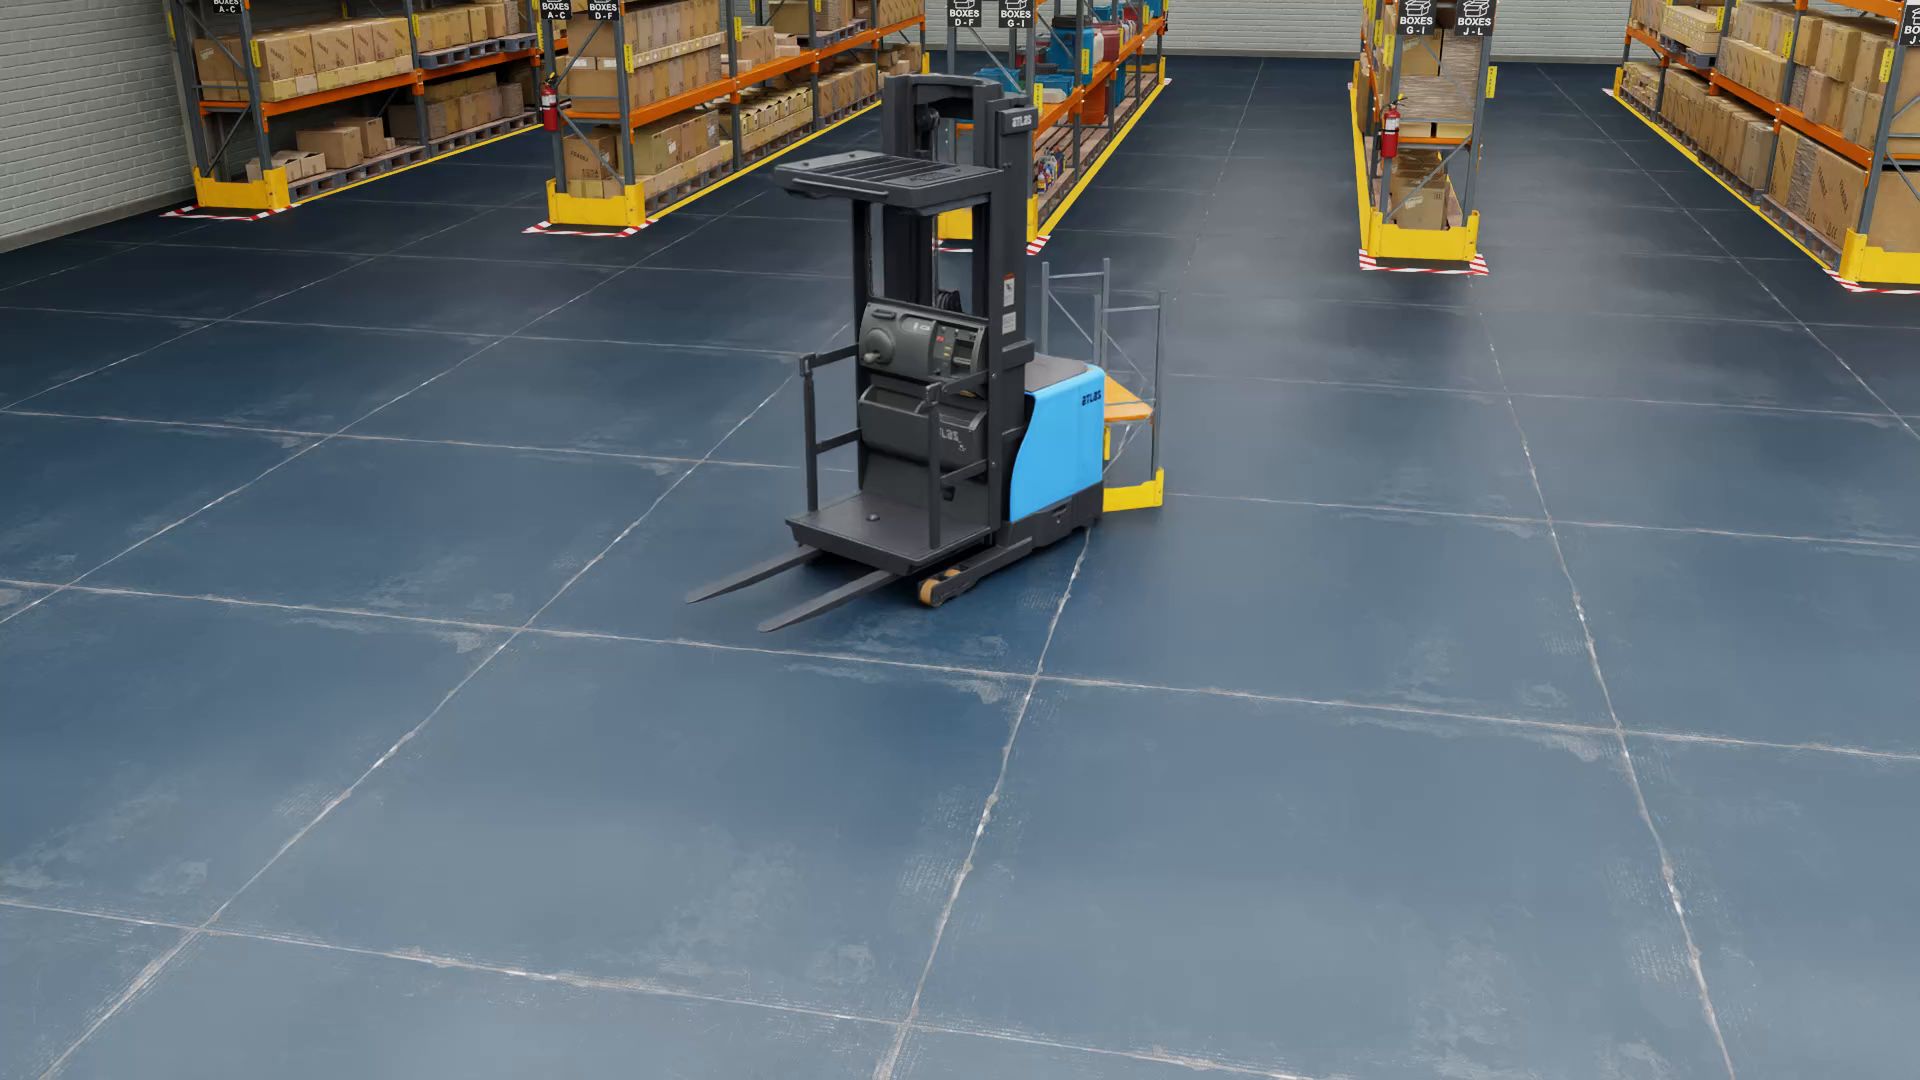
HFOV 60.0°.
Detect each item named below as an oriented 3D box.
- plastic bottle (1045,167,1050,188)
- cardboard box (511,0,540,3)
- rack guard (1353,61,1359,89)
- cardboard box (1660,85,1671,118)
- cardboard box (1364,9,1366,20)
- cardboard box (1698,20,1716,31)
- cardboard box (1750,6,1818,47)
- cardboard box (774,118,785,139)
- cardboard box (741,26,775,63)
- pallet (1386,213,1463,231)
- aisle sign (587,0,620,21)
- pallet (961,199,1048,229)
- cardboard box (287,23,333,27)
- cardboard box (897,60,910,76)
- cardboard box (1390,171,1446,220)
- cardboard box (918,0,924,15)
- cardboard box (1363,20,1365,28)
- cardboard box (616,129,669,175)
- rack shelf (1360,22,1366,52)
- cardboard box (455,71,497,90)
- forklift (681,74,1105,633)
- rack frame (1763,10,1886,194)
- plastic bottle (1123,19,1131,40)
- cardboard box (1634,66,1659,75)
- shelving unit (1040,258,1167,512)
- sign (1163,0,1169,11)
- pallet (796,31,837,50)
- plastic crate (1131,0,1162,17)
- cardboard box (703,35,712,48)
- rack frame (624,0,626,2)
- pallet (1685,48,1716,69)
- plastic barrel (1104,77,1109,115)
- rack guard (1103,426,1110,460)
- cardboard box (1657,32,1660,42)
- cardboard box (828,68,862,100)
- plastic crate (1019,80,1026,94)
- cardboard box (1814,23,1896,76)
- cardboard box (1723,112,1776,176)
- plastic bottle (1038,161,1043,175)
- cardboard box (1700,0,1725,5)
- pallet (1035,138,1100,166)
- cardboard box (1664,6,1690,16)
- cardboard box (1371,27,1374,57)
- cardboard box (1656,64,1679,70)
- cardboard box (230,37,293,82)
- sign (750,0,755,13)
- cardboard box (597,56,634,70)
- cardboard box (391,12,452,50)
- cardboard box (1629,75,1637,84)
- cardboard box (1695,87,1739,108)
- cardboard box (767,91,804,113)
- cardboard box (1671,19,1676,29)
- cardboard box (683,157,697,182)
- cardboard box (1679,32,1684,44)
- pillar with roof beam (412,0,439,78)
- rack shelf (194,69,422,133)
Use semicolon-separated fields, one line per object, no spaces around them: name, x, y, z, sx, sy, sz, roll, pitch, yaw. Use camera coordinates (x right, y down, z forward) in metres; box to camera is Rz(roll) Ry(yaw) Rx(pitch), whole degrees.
plastic bottle;1.121;-4.709;21.594;0.097;0.271;0.097;0;22;0
cardboard box;-7.360;-9.349;28.488;0.500;0.250;0.500;5;22;12
rack guard;8.474;-9.292;33.257;1.175;0.500;0.348;4;22;11
cardboard box;12.077;-7.350;27.873;0.500;0.500;0.500;5;23;13
cardboard box;7.800;-9.791;30.952;0.500;0.250;0.500;4;22;10
cardboard box;11.376;-7.762;25.090;0.380;0.149;0.250;4;22;10
cardboard box;11.366;-7.076;22.936;0.700;0.500;0.500;4;22;10
cardboard box;-3.039;-6.421;25.901;0.500;0.250;0.500;5;22;12
cardboard box;-3.187;-7.705;25.837;0.500;0.500;0.500;3;22;8
pallet;5.420;-3.620;19.560;1.003;0.211;1.213;4;22;11
aisle sign;-4.207;-6.507;19.514;0.394;0.787;0.004;4;22;11
pallet;0.496;-4.004;20.512;1.003;0.211;1.213;4;22;11
cardboard box;-9.044;-6.948;23.261;0.500;0.500;0.500;5;22;12
cardboard box;-1.321;-9.565;33.681;0.500;0.250;0.500;4;22;11
cardboard box;5.436;-4.075;19.741;0.500;0.500;0.500;11;24;25
cardboard box;-1.053;-11.061;34.170;0.500;0.500;0.500;5;23;13
cardboard box;7.761;-9.659;31.158;0.380;0.149;0.250;4;22;10
cardboard box;-4.066;-4.977;21.312;0.500;0.500;0.500;4;22;11
rack shelf;8.061;-9.378;31.087;1.077;0.370;4.000;4;22;11
cardboard box;-7.984;-7.572;27.392;0.500;0.250;0.500;5;22;12
forklift;-0.365;-1.170;9.836;1.130;2.935;3.031;17;27;36
rack frame;10.855;-5.639;20.841;1.000;3.000;0.127;4;22;11
plastic bottle;2.899;-8.906;29.018;0.144;0.351;0.185;4;22;11
cardboard box;12.779;-8.721;30.951;0.380;0.149;0.250;3;22;8
shelving unit;0.963;-1.098;11.571;0.587;1.500;1.083;-6;23;-15
sign;4.162;-10.860;33.586;0.100;0.325;0.005;4;22;11
pallet;-2.791;-8.438;28.047;1.213;0.211;1.003;4;22;11
plastic crate;3.735;-10.728;33.349;0.616;0.435;0.499;4;22;11
cardboard box;-3.626;-6.856;22.860;0.380;0.149;0.250;4;22;9
rack frame;-6.895;-10.113;31.949;1.000;3.000;0.127;4;22;11
pallet;11.713;-7.282;25.176;1.213;0.211;1.003;4;22;11
plastic barrel;2.301;-7.564;28.286;0.600;0.588;0.708;4;22;11
rack guard;0.820;-0.696;12.247;0.587;0.250;0.087;-6;23;-15
cardboard box;12.263;-8.673;28.711;0.380;0.149;0.250;4;22;9
cardboard box;-2.076;-8.215;29.994;0.500;0.500;0.500;5;22;12
plastic crate;0.618;-5.859;21.669;0.450;0.188;0.662;4;22;11
cardboard box;10.503;-5.681;19.297;0.875;0.550;0.550;4;22;11
cardboard box;11.094;-5.377;22.639;1.050;0.750;0.750;4;22;11
plastic bottle;1.076;-4.879;22.000;0.061;0.283;0.133;4;22;11
cardboard box;12.818;-9.360;28.208;0.500;0.500;0.500;5;22;12
pallet;1.541;-5.876;25.162;1.003;0.211;1.213;4;22;11
cardboard box;11.957;-8.810;27.692;0.380;0.149;0.250;6;23;14
cardboard box;6.695;-7.763;25.980;0.500;0.500;0.500;5;23;13
cardboard box;13.336;-8.876;31.335;0.380;0.149;0.250;5;22;12
cardboard box;-8.952;-6.164;21.313;0.500;0.500;0.500;4;22;11
sign;-3.394;-8.812;27.275;0.100;0.325;0.005;4;22;11
cardboard box;-4.202;-5.822;20.293;0.380;0.149;0.250;4;22;11
cardboard box;-8.269;-7.825;25.545;0.700;0.500;0.500;7;23;16
cardboard box;12.713;-8.589;31.020;0.380;0.149;0.250;5;23;13
cardboard box;11.554;-6.756;25.392;0.500;0.250;0.500;4;22;10
cardboard box;-2.826;-7.052;26.717;0.500;0.311;0.500;4;22;10
cardboard box;11.801;-8.388;27.041;0.380;0.149;0.250;4;22;9
cardboard box;-3.858;-4.995;22.359;0.500;0.250;0.500;4;22;11
cardboard box;11.641;-7.965;26.388;0.380;0.149;0.250;3;22;8
pillar with roof beam;-4.609;-10.695;25.364;9.100;9.000;0.400;4;22;11
rack shelf;-8.935;-6.122;23.002;1.077;0.370;4.000;4;22;11
